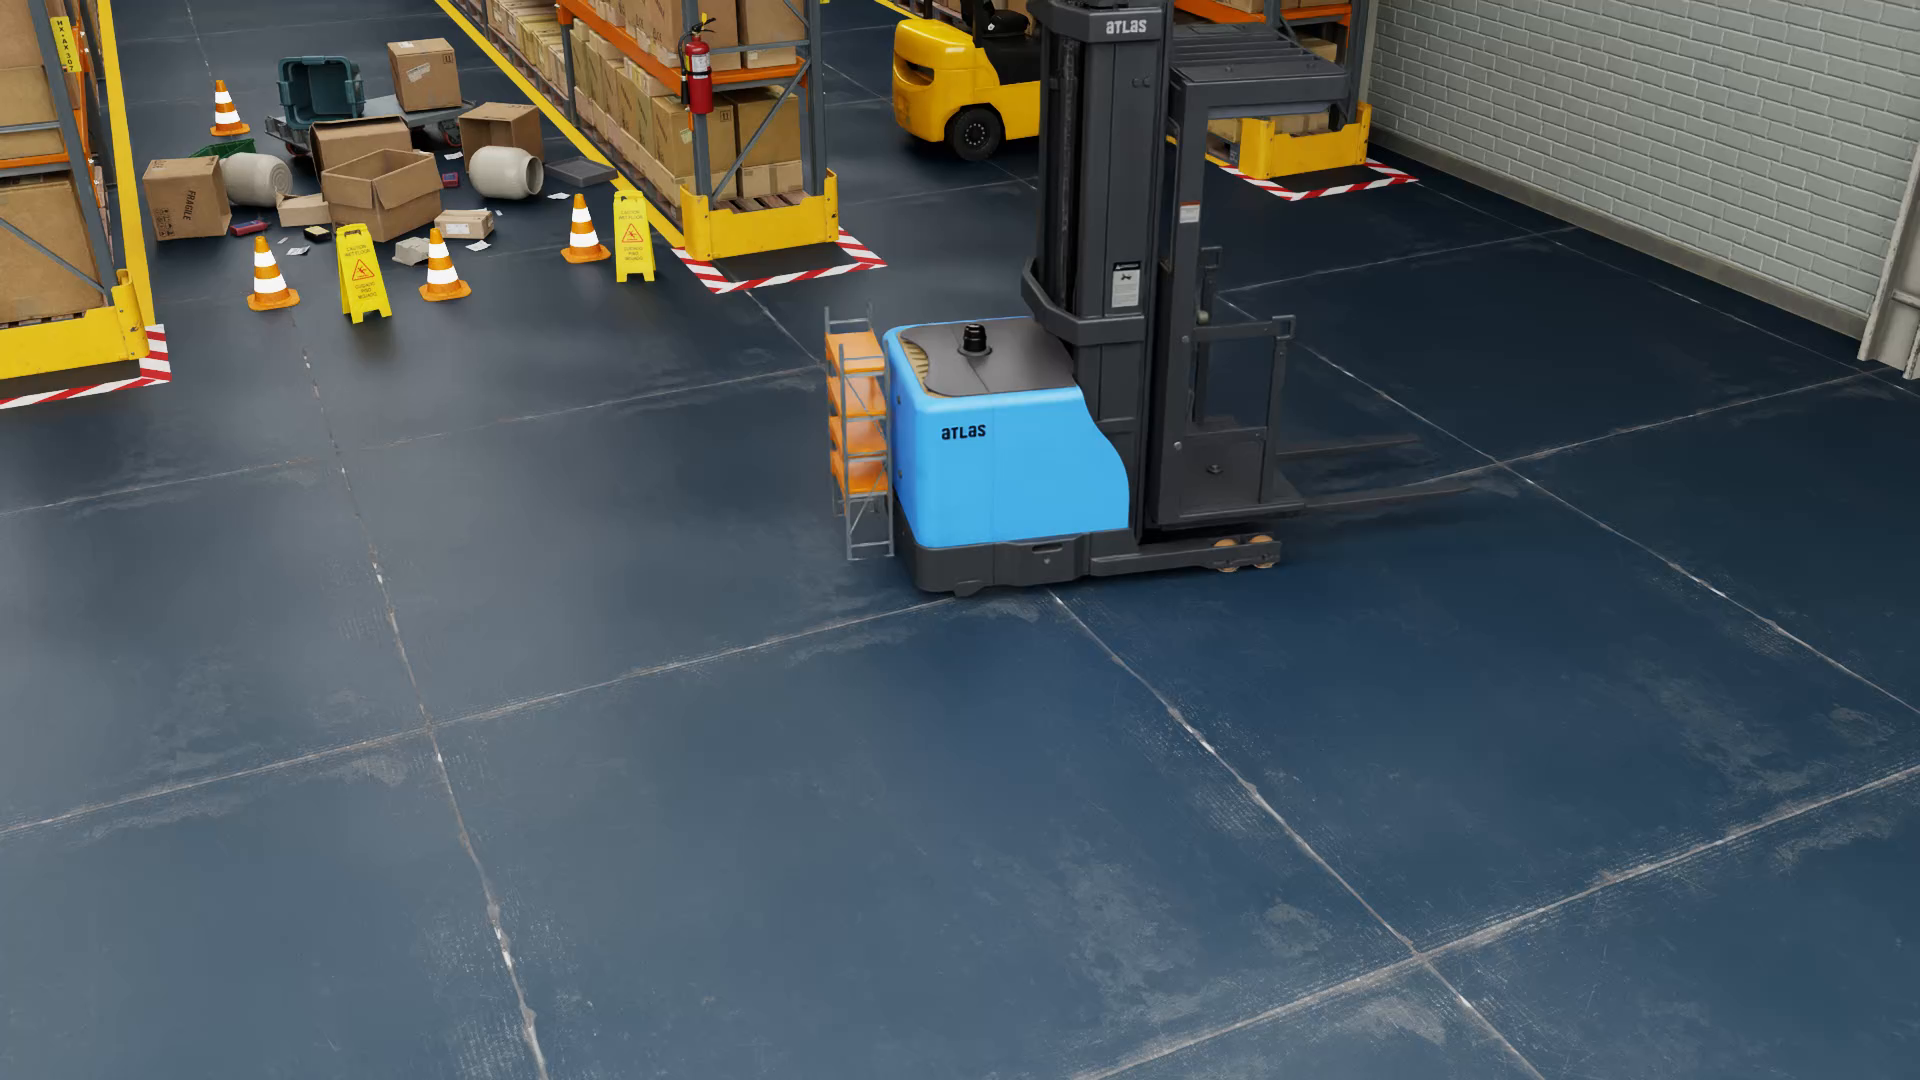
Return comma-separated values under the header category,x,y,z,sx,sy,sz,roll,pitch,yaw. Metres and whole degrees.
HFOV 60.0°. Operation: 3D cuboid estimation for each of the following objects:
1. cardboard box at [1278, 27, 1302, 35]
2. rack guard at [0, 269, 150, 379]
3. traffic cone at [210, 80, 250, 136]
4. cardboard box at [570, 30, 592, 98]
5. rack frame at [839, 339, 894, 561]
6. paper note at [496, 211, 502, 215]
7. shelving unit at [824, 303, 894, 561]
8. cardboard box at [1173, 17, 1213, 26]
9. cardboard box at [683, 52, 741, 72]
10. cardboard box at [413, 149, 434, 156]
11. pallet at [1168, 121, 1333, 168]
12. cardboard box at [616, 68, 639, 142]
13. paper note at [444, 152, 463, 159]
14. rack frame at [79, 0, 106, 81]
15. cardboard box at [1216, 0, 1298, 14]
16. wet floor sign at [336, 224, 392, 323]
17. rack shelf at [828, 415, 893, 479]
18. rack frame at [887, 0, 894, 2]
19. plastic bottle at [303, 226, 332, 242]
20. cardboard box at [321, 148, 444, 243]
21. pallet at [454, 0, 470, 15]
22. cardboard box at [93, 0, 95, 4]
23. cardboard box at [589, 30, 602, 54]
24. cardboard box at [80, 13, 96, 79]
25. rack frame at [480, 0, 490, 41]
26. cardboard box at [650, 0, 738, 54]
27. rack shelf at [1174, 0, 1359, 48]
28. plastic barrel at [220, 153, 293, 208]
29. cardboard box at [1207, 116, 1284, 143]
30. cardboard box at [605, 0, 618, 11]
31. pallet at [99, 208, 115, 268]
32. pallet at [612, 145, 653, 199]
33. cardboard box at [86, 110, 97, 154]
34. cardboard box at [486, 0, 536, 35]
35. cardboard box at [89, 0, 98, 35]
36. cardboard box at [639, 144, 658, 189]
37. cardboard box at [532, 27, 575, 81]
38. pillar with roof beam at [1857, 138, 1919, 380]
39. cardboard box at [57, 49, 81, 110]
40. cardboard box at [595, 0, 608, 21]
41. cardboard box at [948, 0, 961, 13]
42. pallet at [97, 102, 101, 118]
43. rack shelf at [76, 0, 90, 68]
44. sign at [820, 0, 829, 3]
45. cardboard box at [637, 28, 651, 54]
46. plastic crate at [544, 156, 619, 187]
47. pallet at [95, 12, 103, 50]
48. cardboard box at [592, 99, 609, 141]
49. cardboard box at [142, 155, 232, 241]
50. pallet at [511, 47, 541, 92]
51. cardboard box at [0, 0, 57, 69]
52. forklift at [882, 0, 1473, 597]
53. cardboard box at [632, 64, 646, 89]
category,x,y,z,sx,sy,sz,roll,pitch,yaw
cardboard box,2.741,-4.491,15.051,0.500,0.250,0.500,-13,32,-22
rack guard,-5.904,-1.370,10.682,1.175,0.500,0.348,-13,32,-22
traffic cone,-6.843,-4.041,15.483,0.336,0.463,0.334,-13,32,-22
cardboard box,-3.195,-4.315,14.994,0.500,0.500,0.500,-12,31,-20
rack frame,-0.462,-0.429,8.287,0.240,1.200,0.015,-6,30,-11
paper note,-3.734,-2.649,13.464,0.032,0.001,0.123,-13,32,-22
shelving unit,-0.513,-0.545,8.495,0.258,1.200,0.503,-6,30,-11
cardboard box,2.065,-4.602,15.249,0.500,0.250,0.500,-13,32,-21
cardboard box,-1.841,-3.565,12.298,0.380,0.149,0.250,-12,31,-20
cardboard box,-4.793,-3.319,14.397,0.396,0.266,0.258,13,32,21
pallet,2.628,-3.711,15.153,1.003,0.211,1.213,-13,32,-22
cardboard box,-2.504,-3.619,13.752,0.500,0.500,0.500,-14,32,-23
paper note,-4.517,-3.434,14.843,0.148,0.019,0.142,-13,32,-22
rack frame,-9.349,-6.005,16.391,1.000,3.000,0.127,-13,32,-22
cardboard box,2.546,-4.804,14.149,0.500,0.500,0.500,-14,32,-23
wet floor sign,-4.113,-1.847,11.384,0.267,0.644,0.232,-19,35,-30
rack shelf,-0.513,-0.487,8.528,0.258,0.148,0.480,-6,30,-11
rack frame,-0.440,-8.133,20.186,1.000,3.000,0.127,-13,32,-22
plastic bottle,-5.020,-2.390,12.950,0.283,0.061,0.133,26,38,38
cardboard box,-4.527,-2.710,13.069,0.637,0.503,0.797,13,32,21
pallet,-5.712,-6.775,20.616,1.003,0.211,1.213,-13,32,-22
cardboard box,-10.521,-6.590,19.562,0.500,0.500,0.500,-14,32,-23
cardboard box,-2.973,-4.304,14.310,0.380,0.149,0.250,-12,31,-20
cardboard box,-9.168,-4.919,16.326,1.050,0.750,0.750,-14,32,-23
rack frame,-4.921,-7.089,18.325,1.000,3.000,0.127,-13,32,-22
cardboard box,-1.969,-3.910,12.250,0.500,0.500,0.500,-14,32,-23
rack shelf,2.136,-5.168,15.636,1.077,0.370,4.000,-13,32,-22
plastic barrel,-5.759,-2.935,13.551,0.512,0.421,0.421,7,30,13
cardboard box,2.507,-3.724,14.706,0.500,0.250,0.500,-13,32,-22
cardboard box,-2.592,-4.582,13.448,0.500,0.500,0.500,-13,32,-21
pallet,-6.848,-2.129,12.332,1.003,0.211,1.213,-13,32,-22
pallet,-2.356,-3.277,14.377,1.003,0.211,1.213,-13,32,-22
cardboard box,-7.979,-3.695,14.143,1.050,0.750,0.750,-13,32,-22
cardboard box,-4.688,-5.874,18.416,0.950,0.372,0.625,-15,33,-25
cardboard box,-9.641,-5.685,17.948,0.500,0.500,0.500,-13,32,-21
cardboard box,-2.292,-3.070,13.539,0.500,0.250,0.500,-13,32,-22
cardboard box,-3.743,-4.907,16.691,0.950,0.372,0.625,-11,31,-19
pillar with roof beam,2.197,-4.158,6.964,9.100,9.000,0.400,-13,32,-22
cardboard box,-6.497,-3.203,11.241,0.875,0.550,0.550,-13,32,-22
cardboard box,-2.818,-4.439,13.855,0.380,0.149,0.250,-13,32,-22
cardboard box,0.392,-6.417,19.126,0.875,0.625,0.625,-14,32,-24
pallet,-8.558,-3.886,15.464,1.003,0.211,1.213,-13,32,-22
rack shelf,-8.490,-4.807,14.992,1.077,0.370,4.000,-13,32,-22
sign,-0.997,-4.046,12.014,0.100,0.325,0.005,-13,32,-22
cardboard box,-2.278,-3.879,12.858,0.380,0.149,0.250,-13,32,-21
plastic crate,-3.271,-3.183,14.344,0.583,0.080,0.402,26,38,38
pallet,-10.203,-5.672,18.649,1.003,0.211,1.213,-13,32,-22
cardboard box,-2.955,-3.755,14.761,0.500,0.250,0.500,-11,31,-19
cardboard box,-6.038,-2.678,13.013,0.500,0.500,0.500,-8,30,-13
pallet,-4.067,-4.989,17.431,1.003,0.211,1.213,-13,32,-22
cardboard box,-6.038,-3.179,10.095,0.875,0.550,0.550,-13,32,-22
forklift,1.163,-1.359,8.177,3.031,2.935,1.130,-6,30,-11
cardboard box,-2.390,-3.708,13.247,0.380,0.149,0.250,-13,32,-21
